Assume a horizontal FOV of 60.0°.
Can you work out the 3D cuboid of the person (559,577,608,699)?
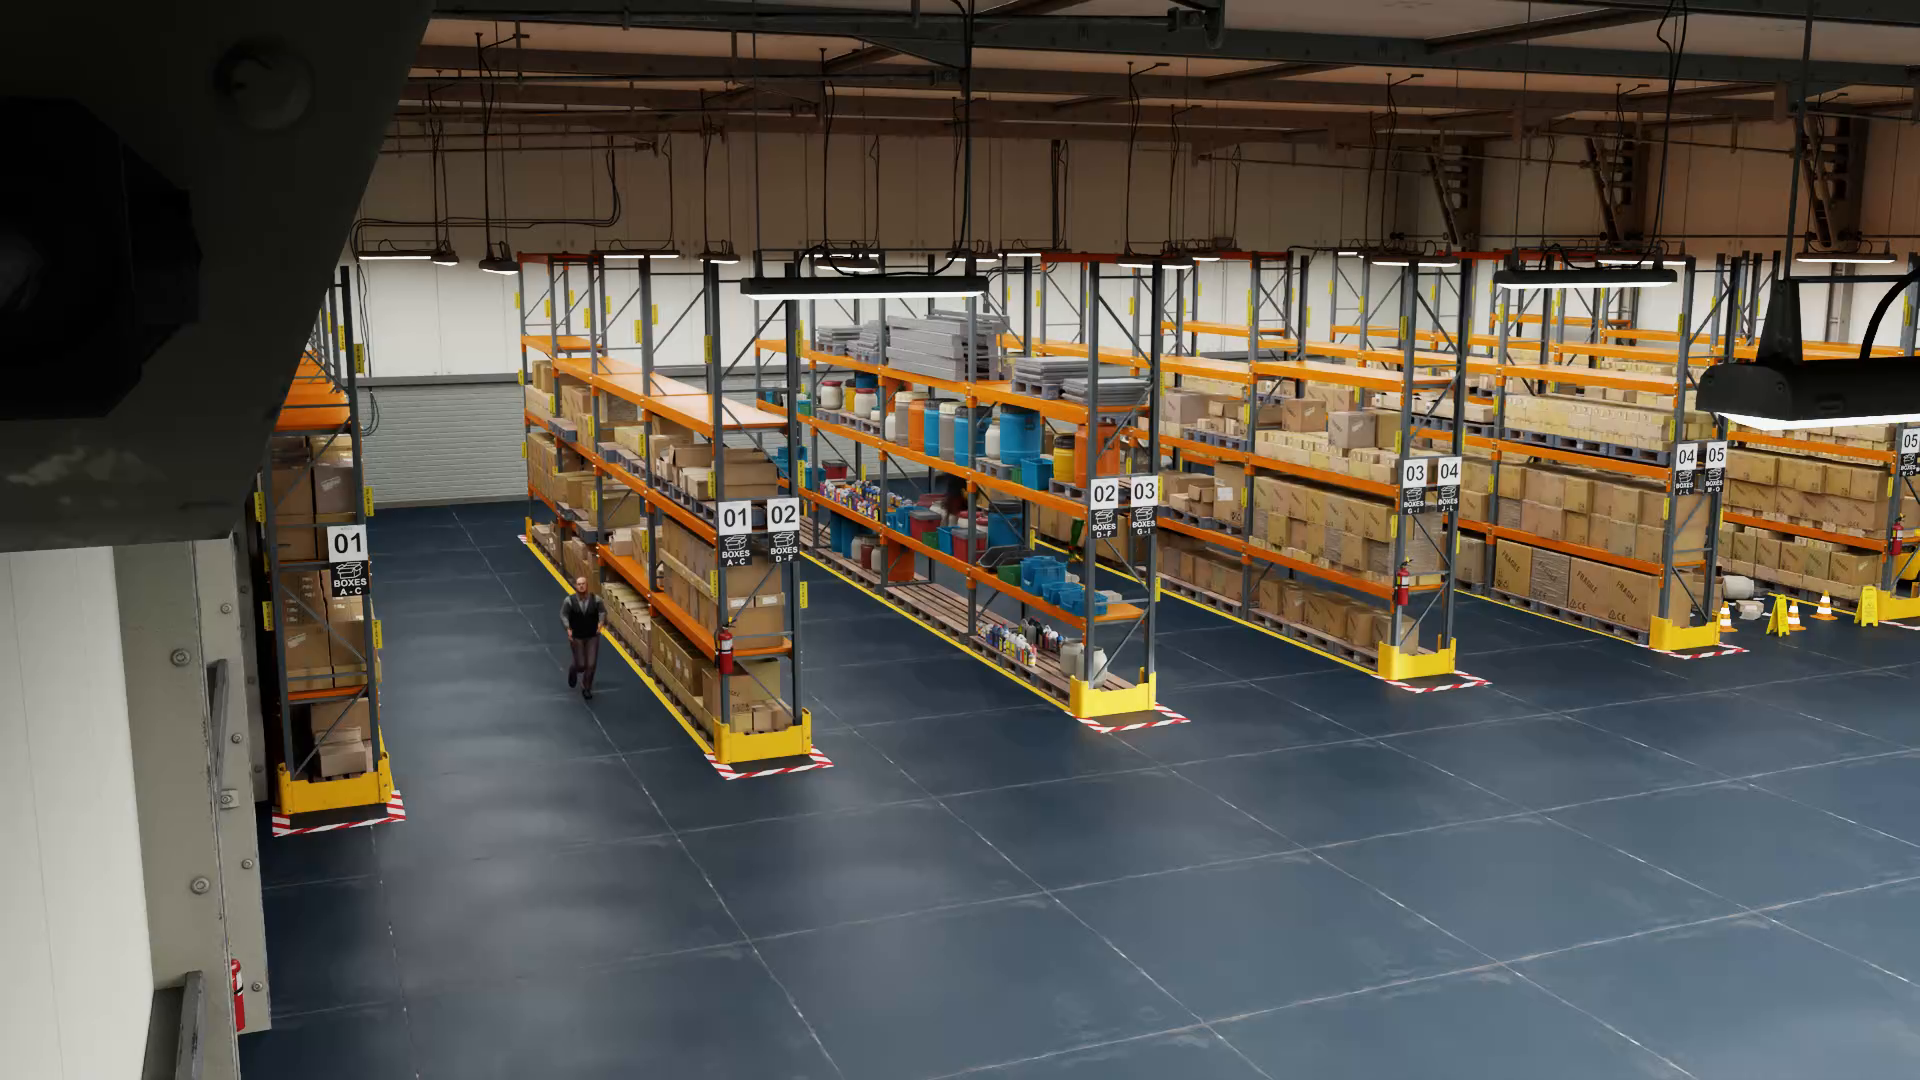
[{"bbox_3d":[-5.199,1.344,23.066,0.656,1.692,0.627,-4,11,-20],"label":"person"}]

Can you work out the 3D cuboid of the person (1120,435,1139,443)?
[{"bbox_3d":[4.091,-1.934,40.889,0.742,1.714,0.558,9,14,40],"label":"person"}]

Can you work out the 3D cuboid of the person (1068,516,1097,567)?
[{"bbox_3d":[2.292,-0.370,30.588,0.675,1.810,0.833,-3,11,-18],"label":"person"}]

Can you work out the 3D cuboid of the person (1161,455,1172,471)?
[{"bbox_3d":[5.072,-2.106,41.890,0.597,1.732,0.988,1,10,8],"label":"person"}]
